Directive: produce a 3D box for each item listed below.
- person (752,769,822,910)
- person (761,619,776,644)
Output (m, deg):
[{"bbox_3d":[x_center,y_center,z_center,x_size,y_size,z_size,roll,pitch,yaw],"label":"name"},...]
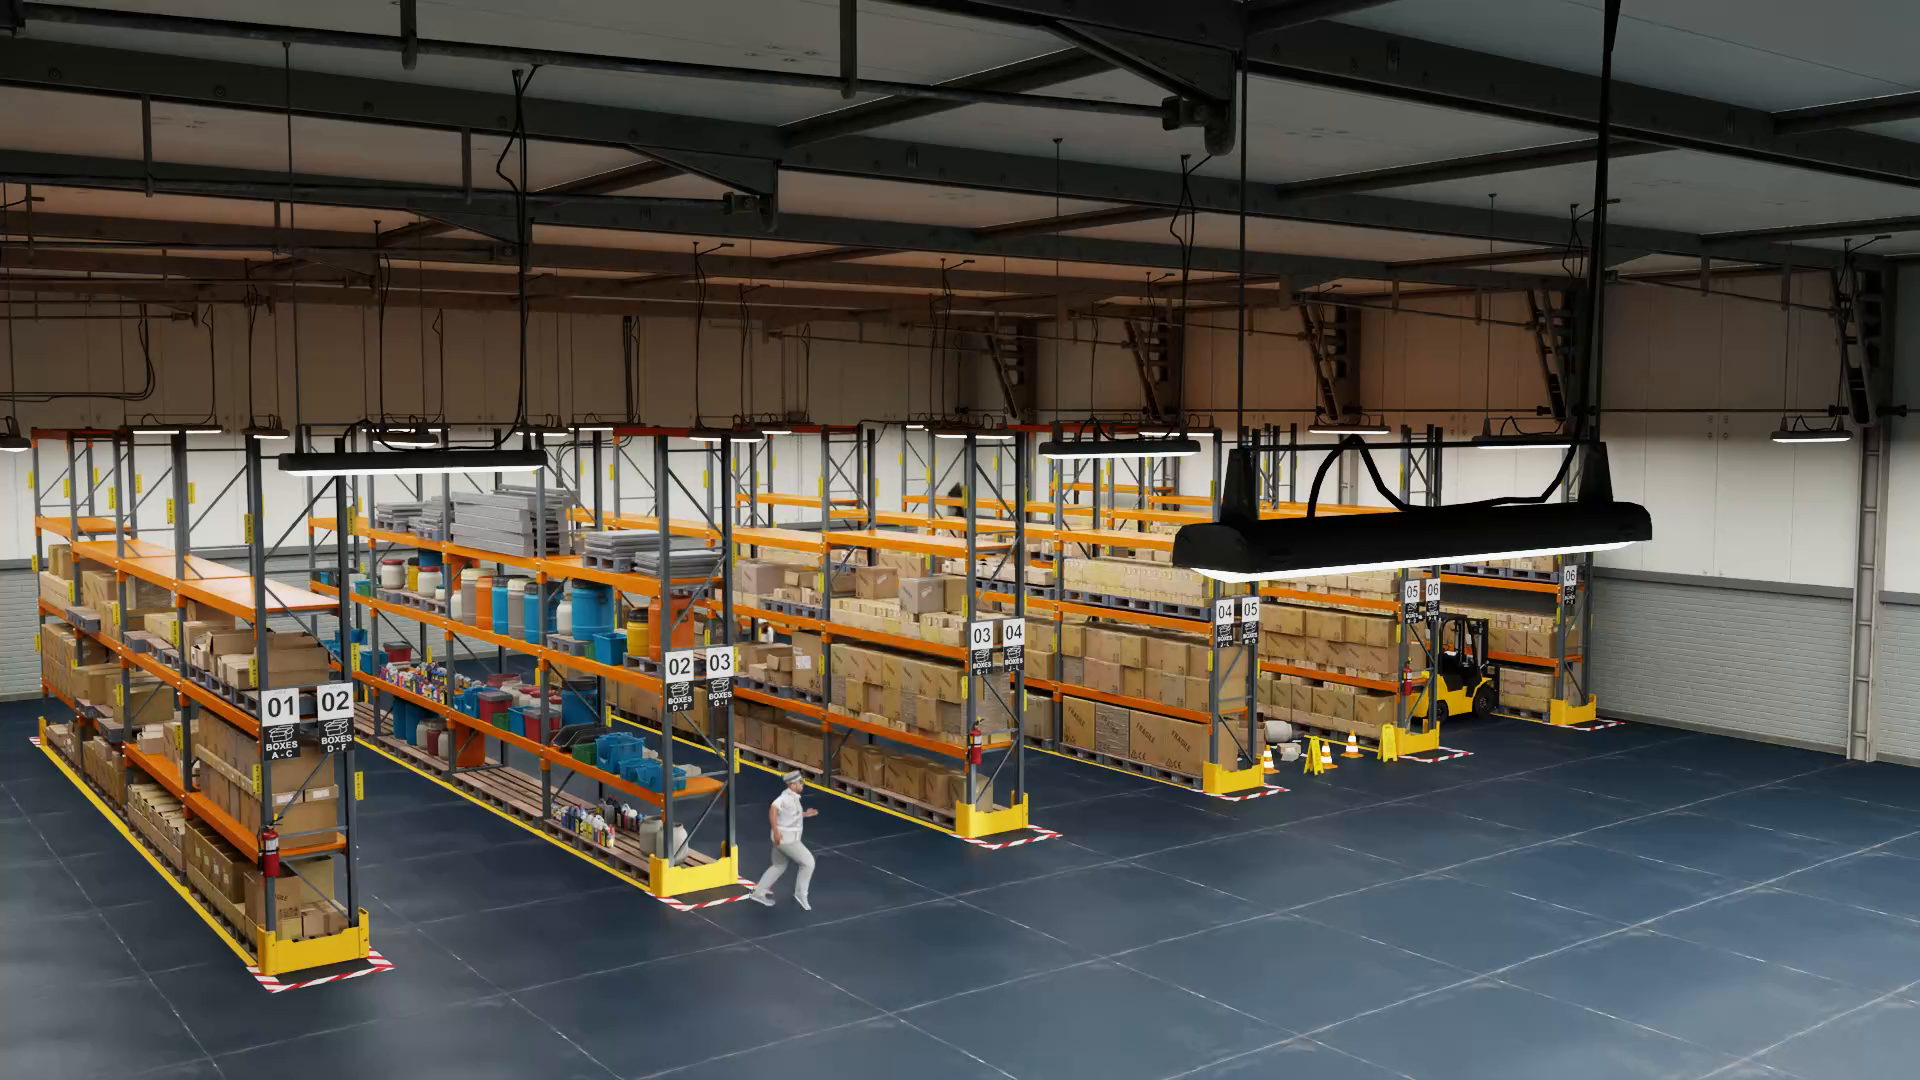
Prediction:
[{"bbox_3d":[-2.180,3.814,21.004,0.873,1.838,0.687,-1,5,-10],"label":"person"},{"bbox_3d":[-4.273,2.560,36.866,0.725,1.724,0.732,-3,6,-37],"label":"person"}]
